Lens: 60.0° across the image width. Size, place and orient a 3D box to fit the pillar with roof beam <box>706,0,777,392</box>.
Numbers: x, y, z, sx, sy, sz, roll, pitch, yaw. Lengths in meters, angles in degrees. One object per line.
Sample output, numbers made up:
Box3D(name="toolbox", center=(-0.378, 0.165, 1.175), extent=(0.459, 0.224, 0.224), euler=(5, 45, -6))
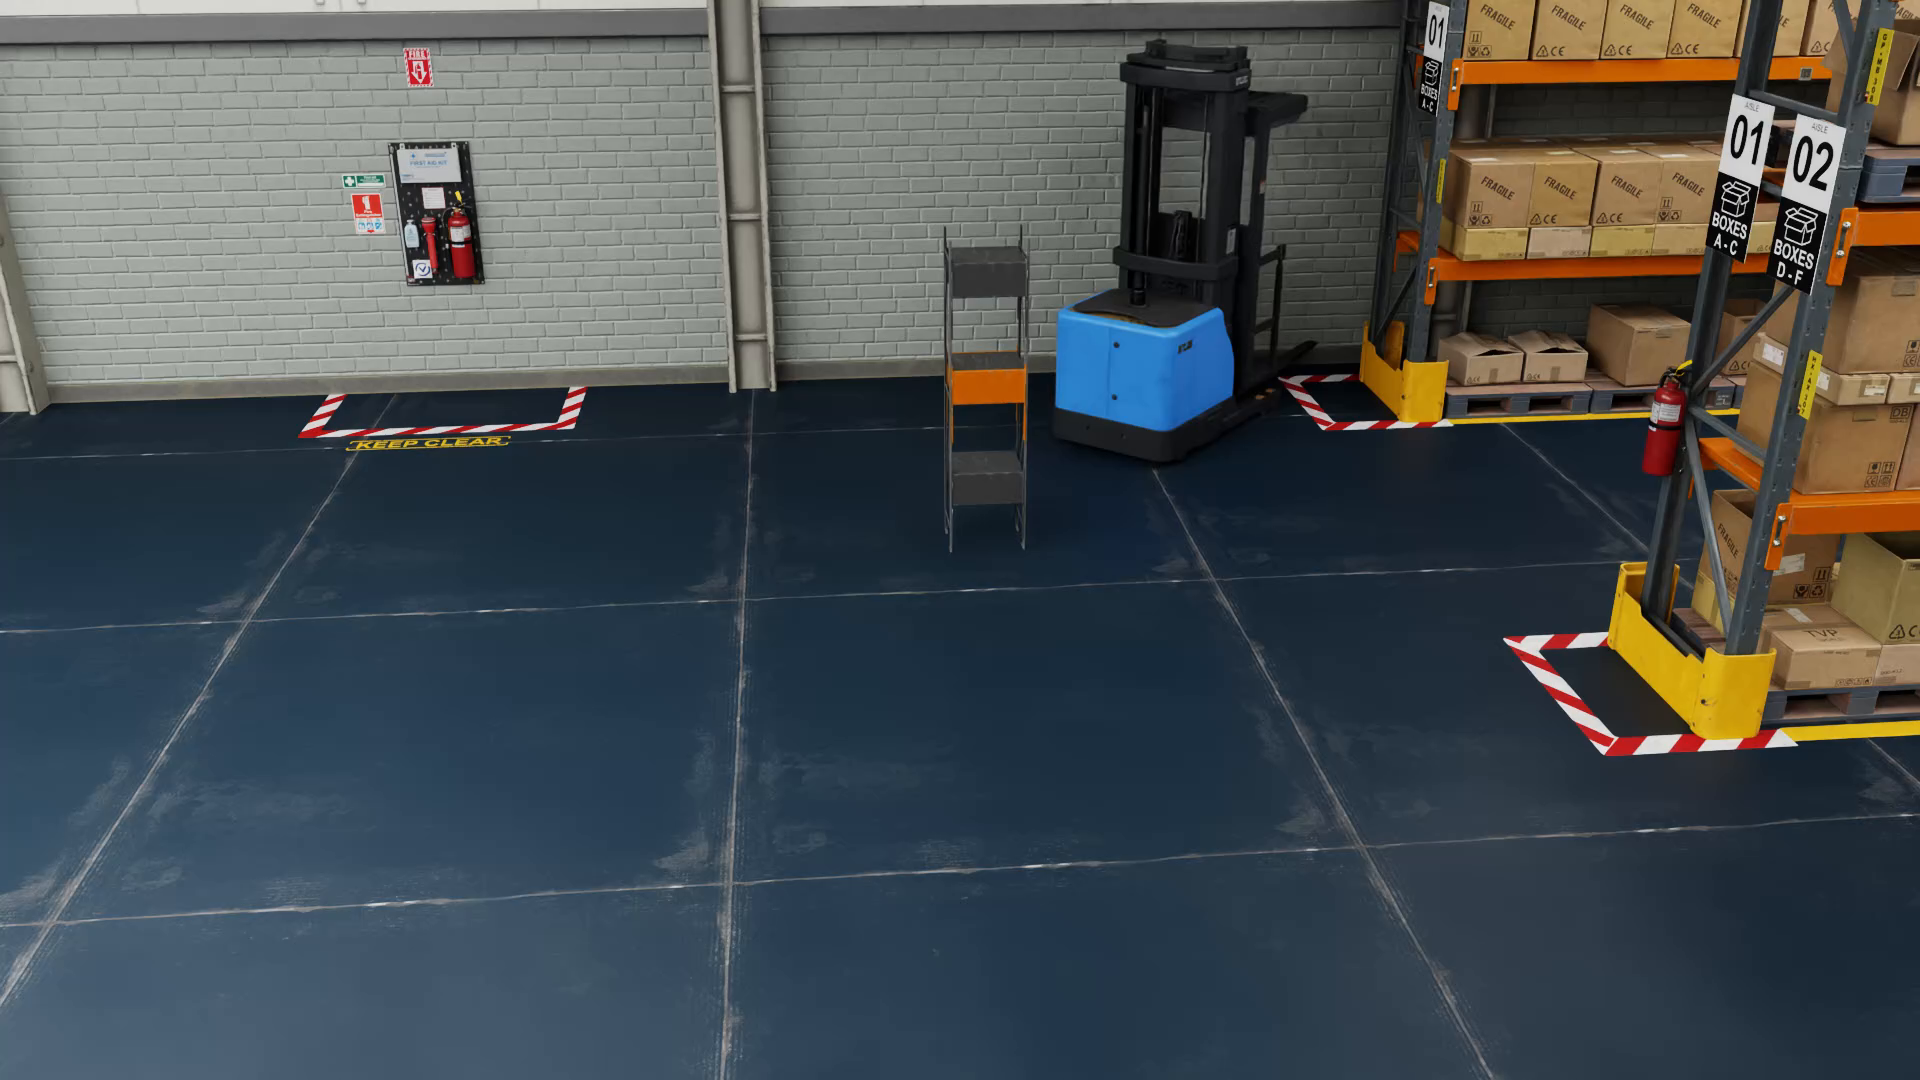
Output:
Box3D(name="pillar with roof beam", center=(-1.341, -3.689, 8.471), extent=(0.400, 9.000, 9.100), euler=(-2, 24, -5))

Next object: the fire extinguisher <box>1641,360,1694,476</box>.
Box3D(name="fire extinguisher", center=(3.922, -0.696, 9.217), extent=(0.183, 0.674, 0.296), euler=(-2, 24, -5))

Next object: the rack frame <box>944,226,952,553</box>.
Box3D(name="rack frame", center=(-0.078, -0.956, 10.816), extent=(0.015, 2.100, 0.400), euler=(-2, 24, -5))

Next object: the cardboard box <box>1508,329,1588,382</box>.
Box3D(name="cardboard box", center=(4.860, -1.536, 13.782), extent=(0.500, 0.311, 0.500), euler=(0, 24, -1))

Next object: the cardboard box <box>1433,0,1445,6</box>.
Box3D(name="cardboard box", center=(3.985, -4.095, 12.928), extent=(0.500, 0.500, 0.500), euler=(-1, 24, -1))

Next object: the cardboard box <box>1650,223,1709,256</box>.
Box3D(name="cardboard box", center=(5.638, -2.445, 13.219), extent=(0.500, 0.250, 0.500), euler=(-2, 24, -5))

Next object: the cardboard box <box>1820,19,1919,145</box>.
Box3D(name="cardboard box", center=(4.658, -2.243, 8.093), extent=(0.637, 0.503, 0.797), euler=(-1, 24, -1))

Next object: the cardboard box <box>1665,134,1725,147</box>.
Box3D(name="cardboard box", center=(6.076, -3.022, 13.592), extent=(0.500, 0.500, 0.500), euler=(-2, 24, -4))

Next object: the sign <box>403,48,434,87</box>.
Box3D(name="sign", center=(-4.245, -3.704, 13.036), extent=(0.199, 0.298, 0.001), euler=(-2, 24, -5))

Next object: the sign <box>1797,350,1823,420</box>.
Box3D(name="sign", center=(4.134, -0.755, 8.092), extent=(0.005, 0.325, 0.100), euler=(-2, 24, -5))

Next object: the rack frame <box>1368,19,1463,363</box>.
Box3D(name="rack frame", center=(3.595, -2.550, 13.294), extent=(0.127, 3.000, 1.000), euler=(-2, 24, -5))

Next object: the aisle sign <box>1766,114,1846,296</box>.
Box3D(name="aisle sign", center=(4.050, -1.609, 7.977), extent=(0.004, 0.787, 0.394), euler=(-2, 24, -5))

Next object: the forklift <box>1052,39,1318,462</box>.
Box3D(name="forklift", center=(1.988, -2.458, 13.172), extent=(1.130, 2.935, 3.031), euler=(16, 29, 32))

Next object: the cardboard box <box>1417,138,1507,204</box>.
Box3D(name="cardboard box", center=(4.043, -2.938, 13.404), extent=(0.500, 0.500, 0.500), euler=(-3, 24, -6))

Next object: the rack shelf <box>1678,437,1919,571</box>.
Box3D(name="rack shelf", center=(6.076, -0.299, 9.115), extent=(4.000, 0.370, 1.077), euler=(-2, 24, -5))

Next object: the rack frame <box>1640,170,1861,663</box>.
Box3D(name="rack frame", center=(4.086, -0.548, 8.790), extent=(0.127, 3.000, 1.000), euler=(-2, 24, -5))

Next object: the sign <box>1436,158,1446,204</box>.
Box3D(name="sign", center=(3.648, -2.726, 12.625), extent=(0.005, 0.325, 0.100), euler=(-2, 24, -5))

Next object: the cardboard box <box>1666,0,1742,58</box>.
Box3D(name="cardboard box", center=(5.538, -3.947, 12.597), extent=(0.500, 0.500, 0.500), euler=(-1, 24, -2))

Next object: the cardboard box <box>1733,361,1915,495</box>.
Box3D(name="cardboard box", center=(4.551, -0.607, 8.800), extent=(0.500, 0.500, 0.700), euler=(-2, 24, -5))

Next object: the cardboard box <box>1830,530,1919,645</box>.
Box3D(name="cardboard box", center=(5.139, 0.222, 9.003), extent=(0.500, 0.500, 0.500), euler=(-2, 24, -5))

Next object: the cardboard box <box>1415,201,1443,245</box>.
Box3D(name="cardboard box", center=(4.041, -2.588, 13.539), extent=(0.500, 0.250, 0.500), euler=(-2, 24, -4))

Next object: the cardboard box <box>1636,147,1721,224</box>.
Box3D(name="cardboard box", center=(5.620, -2.790, 13.071), extent=(0.500, 0.500, 0.500), euler=(-2, 24, -3))

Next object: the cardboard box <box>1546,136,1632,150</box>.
Box3D(name="cardboard box", center=(5.059, -2.976, 13.490), extent=(0.500, 0.500, 0.500), euler=(-3, 24, -7))

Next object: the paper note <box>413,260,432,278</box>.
Box3D(name="paper note", center=(-4.410, -2.223, 13.643), extent=(0.142, 0.148, 0.016), euler=(-2, 24, -5))

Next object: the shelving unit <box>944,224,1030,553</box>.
Box3D(name="shelving unit", center=(0.165, -0.966, 10.838), extent=(0.503, 2.100, 0.431), euler=(-2, 24, -5))

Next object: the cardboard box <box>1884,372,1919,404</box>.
Box3D(name="cardboard box", center=(4.760, -0.830, 8.503), extent=(0.250, 0.149, 0.380), euler=(-3, 24, -7))

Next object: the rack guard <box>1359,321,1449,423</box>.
Box3D(name="rack guard", center=(3.671, -1.411, 13.809), extent=(0.348, 0.500, 1.175), euler=(-2, 24, -5))

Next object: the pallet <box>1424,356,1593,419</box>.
Box3D(name="pallet", center=(4.483, -1.297, 13.908), extent=(1.213, 0.211, 1.003), euler=(-2, 24, -5))

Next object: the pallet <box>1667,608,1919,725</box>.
Box3D(name="pallet", center=(4.842, 0.679, 9.463), extent=(1.213, 0.211, 1.003), euler=(-2, 24, -5))

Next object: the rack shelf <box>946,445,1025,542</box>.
Box3D(name="rack shelf", center=(0.165, -0.314, 11.128), extent=(0.480, 0.518, 0.431), euler=(-2, 24, -5))

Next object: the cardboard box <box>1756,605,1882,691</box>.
Box3D(name="cardboard box", center=(4.641, 0.585, 9.109), extent=(0.500, 0.250, 0.500), euler=(-2, 24, -5))

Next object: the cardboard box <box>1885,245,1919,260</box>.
Box3D(name="cardboard box", center=(5.127, -1.225, 8.593), extent=(0.500, 0.500, 0.700), euler=(-3, 24, -7))

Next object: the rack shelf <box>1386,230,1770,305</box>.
Box3D(name="rack shelf", center=(5.585, -2.301, 13.620), extent=(4.000, 0.370, 1.077), euler=(-2, 24, -5))

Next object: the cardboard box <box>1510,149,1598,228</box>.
Box3D(name="cardboard box", center=(4.592, -2.747, 12.973), extent=(0.500, 0.500, 0.500), euler=(-2, 24, -5))

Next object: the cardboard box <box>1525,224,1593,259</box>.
Box3D(name="cardboard box", center=(4.627, -2.408, 13.135), extent=(0.500, 0.250, 0.500), euler=(-3, 24, -7))

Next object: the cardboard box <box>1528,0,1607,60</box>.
Box3D(name="cardboard box", center=(4.490, -3.895, 12.479), extent=(0.500, 0.500, 0.500), euler=(-1, 24, -2))

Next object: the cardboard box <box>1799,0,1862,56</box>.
Box3D(name="cardboard box", center=(6.593, -4.000, 12.716), extent=(0.500, 0.500, 0.500), euler=(-4, 24, -10))

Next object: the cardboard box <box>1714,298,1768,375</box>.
Box3D(name="cardboard box", center=(6.547, -1.711, 13.942), extent=(0.500, 0.500, 0.500), euler=(-4, 24, -9))

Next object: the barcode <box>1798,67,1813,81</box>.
Box3D(name="barcode", center=(4.338, -2.391, 8.528), extent=(0.075, 0.075, 0.001), euler=(-2, 24, -5))

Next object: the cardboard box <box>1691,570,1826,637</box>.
Box3D(name="cardboard box", center=(4.590, 0.376, 9.580), extent=(0.500, 0.250, 0.500), euler=(-2, 24, -5))
